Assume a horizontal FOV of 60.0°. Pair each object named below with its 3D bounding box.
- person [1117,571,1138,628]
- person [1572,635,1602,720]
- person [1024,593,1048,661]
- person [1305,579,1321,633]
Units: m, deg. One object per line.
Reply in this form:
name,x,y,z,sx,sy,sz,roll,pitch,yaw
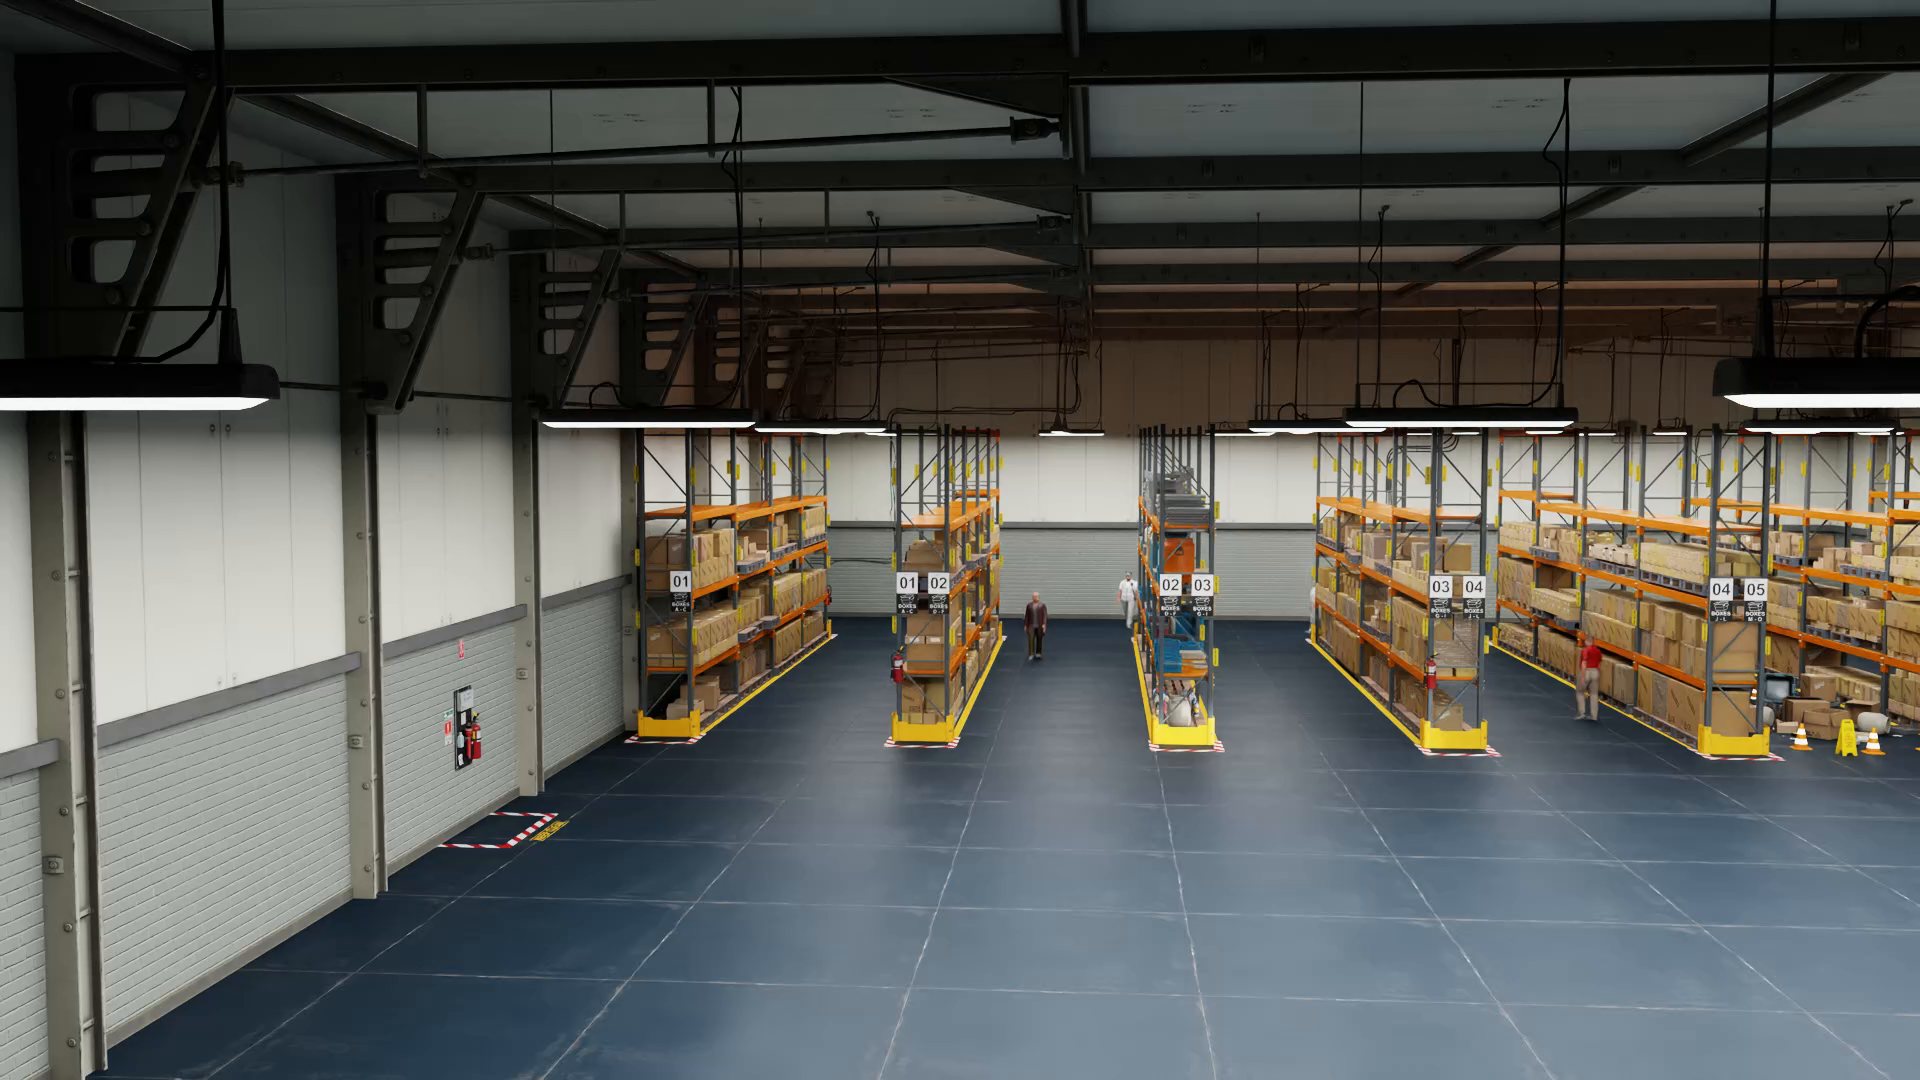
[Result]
person,5.056,1.794,50.267,0.580,1.699,1.064,1,4,22
person,12.836,2.834,33.868,0.542,1.785,0.599,0,3,-1
person,1.951,2.222,42.925,0.633,1.716,1.103,0,3,6
person,10.559,1.925,48.932,0.950,1.619,0.504,-1,4,-12
